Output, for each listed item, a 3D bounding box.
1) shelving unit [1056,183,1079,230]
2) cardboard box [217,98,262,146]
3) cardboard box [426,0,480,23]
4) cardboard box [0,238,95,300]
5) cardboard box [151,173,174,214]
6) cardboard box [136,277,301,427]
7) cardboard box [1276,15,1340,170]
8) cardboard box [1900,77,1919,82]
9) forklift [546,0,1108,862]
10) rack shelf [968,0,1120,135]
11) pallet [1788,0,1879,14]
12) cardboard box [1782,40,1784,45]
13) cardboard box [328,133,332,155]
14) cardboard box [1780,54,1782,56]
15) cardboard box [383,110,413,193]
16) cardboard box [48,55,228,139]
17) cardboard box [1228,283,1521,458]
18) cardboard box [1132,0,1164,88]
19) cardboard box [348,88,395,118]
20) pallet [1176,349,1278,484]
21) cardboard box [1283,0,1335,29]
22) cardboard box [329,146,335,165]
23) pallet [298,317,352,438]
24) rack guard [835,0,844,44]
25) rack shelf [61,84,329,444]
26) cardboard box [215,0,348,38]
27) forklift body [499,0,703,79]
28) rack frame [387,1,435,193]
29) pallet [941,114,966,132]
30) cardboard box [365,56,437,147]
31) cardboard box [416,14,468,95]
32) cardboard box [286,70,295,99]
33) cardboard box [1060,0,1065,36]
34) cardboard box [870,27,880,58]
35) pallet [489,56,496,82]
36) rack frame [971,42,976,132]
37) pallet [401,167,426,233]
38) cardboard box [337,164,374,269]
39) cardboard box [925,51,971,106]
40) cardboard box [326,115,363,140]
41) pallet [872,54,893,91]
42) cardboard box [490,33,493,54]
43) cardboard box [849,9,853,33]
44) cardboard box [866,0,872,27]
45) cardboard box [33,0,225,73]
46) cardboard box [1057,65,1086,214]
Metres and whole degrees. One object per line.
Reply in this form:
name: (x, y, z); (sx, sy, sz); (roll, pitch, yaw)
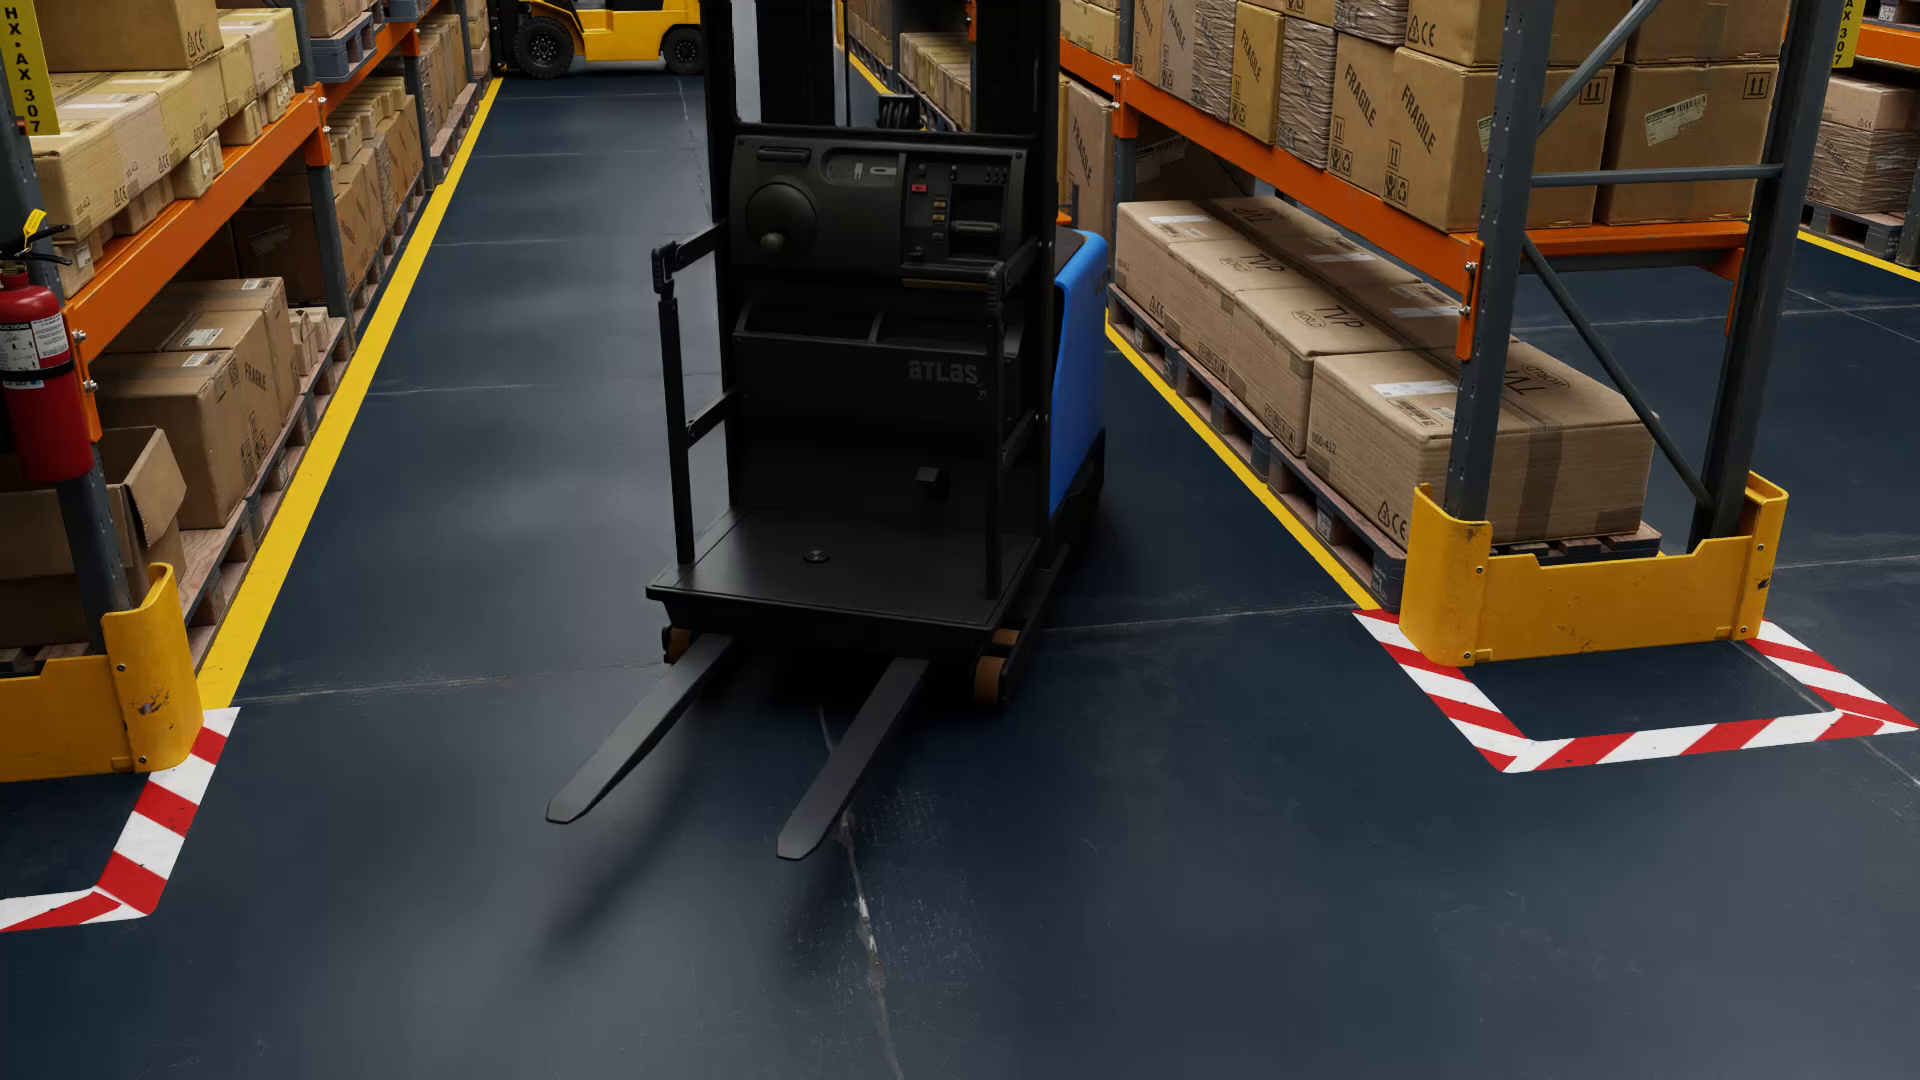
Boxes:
shelving unit: (0.261, -0.895, 6.799); (0.258, 1.200, 0.503); (-8, 25, -17)
cardboard box: (-3.010, -1.661, 6.620); (0.380, 0.149, 0.250); (-5, 24, -11)
cardboard box: (-4.816, -5.039, 15.701); (0.500, 0.250, 0.500); (-5, 24, -11)
cardboard box: (-2.607, -0.749, 4.531); (0.380, 0.149, 0.250); (-4, 24, -10)
cardboard box: (-2.824, -1.155, 5.460); (0.380, 0.149, 0.250); (-4, 24, -9)
cardboard box: (-3.148, -0.757, 6.833); (0.700, 0.500, 0.500); (-5, 24, -12)
cardboard box: (1.529, -1.700, 6.269); (0.500, 0.500, 0.500); (-4, 24, -8)
cardboard box: (6.291, -2.764, 10.492); (0.500, 0.250, 0.500); (-5, 24, -12)
forklift: (-0.310, -0.998, 4.874); (1.130, 2.935, 3.031); (6, 24, 14)
rack shelf: (0.952, -3.114, 10.531); (1.077, 0.370, 4.000); (-4, 24, -10)
pallet: (5.834, -3.773, 11.380); (1.003, 0.211, 1.213); (-4, 24, -10)
cardboard box: (5.916, -3.579, 12.359); (0.500, 0.250, 0.500); (-4, 24, -9)
cardboard box: (-3.456, -2.028, 8.562); (0.380, 0.149, 0.250); (-5, 24, -12)
cardboard box: (5.490, -3.343, 11.817); (0.500, 0.250, 0.500); (-4, 24, -9)
cardboard box: (-3.924, -2.560, 10.963); (0.500, 0.500, 0.500); (-5, 24, -11)
cardboard box: (-2.941, -1.578, 5.930); (0.500, 0.250, 0.500); (-5, 24, -11)
cardboard box: (1.664, -0.713, 6.812); (0.875, 0.438, 0.875); (-4, 24, -8)
cardboard box: (1.151, -2.499, 8.098); (0.500, 0.500, 0.500); (-4, 24, -8)
cardboard box: (-3.869, -2.818, 10.743); (0.380, 0.149, 0.250); (-5, 24, -12)
pallet: (1.615, -0.593, 7.344); (1.003, 0.211, 1.213); (-4, 24, -10)
cardboard box: (1.525, -2.158, 6.068); (0.500, 0.500, 0.500); (-4, 24, -10)
cardboard box: (-3.546, -1.996, 8.861); (0.380, 0.149, 0.250); (-6, 24, -12)
pallet: (-3.430, -0.740, 7.680); (1.003, 0.211, 1.213); (-4, 24, -10)
rack guard: (-0.883, -6.201, 19.825); (1.175, 0.500, 0.348); (-4, 24, -10)
rack shelf: (-3.186, -1.172, 6.084); (1.077, 0.370, 4.000); (-4, 24, -10)
cardboard box: (-3.425, -2.733, 8.110); (0.700, 0.500, 0.500); (-4, 24, -8)
forklift body: (-3.631, -6.008, 17.319); (2.313, 2.155, 1.214); (-4, 24, -10)
rack frame: (-4.295, -3.861, 11.343); (1.000, 3.000, 0.127); (-4, 24, -10)
pallet: (0.439, -3.260, 13.450); (1.003, 0.211, 1.213); (-4, 24, -10)
cardboard box: (-4.397, -3.212, 12.299); (0.875, 0.625, 0.625); (-4, 24, -8)
cardboard box: (-4.927, -4.334, 14.869); (0.875, 0.625, 0.625); (-3, 24, -7)
cardboard box: (-3.248, -2.066, 7.547); (0.380, 0.149, 0.250); (-4, 24, -9)
cardboard box: (0.823, -3.146, 9.893); (0.500, 0.250, 0.500); (-5, 24, -11)
cardboard box: (-0.639, -5.157, 17.221); (0.500, 0.250, 0.500); (-5, 24, -11)
pallet: (-5.370, -4.954, 17.328); (1.003, 0.211, 1.213); (-4, 24, -10)
rack frame: (0.582, -4.230, 12.188); (1.000, 3.000, 0.127); (-4, 24, -10)
pallet: (-4.194, -2.287, 11.223); (1.003, 0.211, 1.213); (-4, 24, -10)
cardboard box: (-3.532, -1.751, 9.109); (0.500, 0.500, 0.500); (-5, 24, -10)
cardboard box: (0.208, -4.030, 14.487); (0.950, 0.372, 0.625); (-4, 24, -8)
cardboard box: (-3.742, -2.406, 9.799); (0.380, 0.149, 0.250); (-4, 24, -10)
pallet: (-0.316, -4.787, 16.947); (1.003, 0.211, 1.213); (-4, 24, -10)
cardboard box: (-5.093, -5.183, 17.279); (0.500, 0.250, 0.500); (-4, 24, -8)
cardboard box: (-1.020, -5.971, 19.086); (0.500, 0.250, 0.500); (-5, 24, -10)
cardboard box: (-0.722, -5.693, 17.511); (0.500, 0.500, 0.500); (-3, 24, -7)
cardboard box: (-2.913, -1.914, 5.764); (0.500, 0.500, 0.500); (-4, 24, -8)
cardboard box: (0.954, -2.468, 10.284); (0.875, 0.875, 0.875); (-4, 24, -8)
